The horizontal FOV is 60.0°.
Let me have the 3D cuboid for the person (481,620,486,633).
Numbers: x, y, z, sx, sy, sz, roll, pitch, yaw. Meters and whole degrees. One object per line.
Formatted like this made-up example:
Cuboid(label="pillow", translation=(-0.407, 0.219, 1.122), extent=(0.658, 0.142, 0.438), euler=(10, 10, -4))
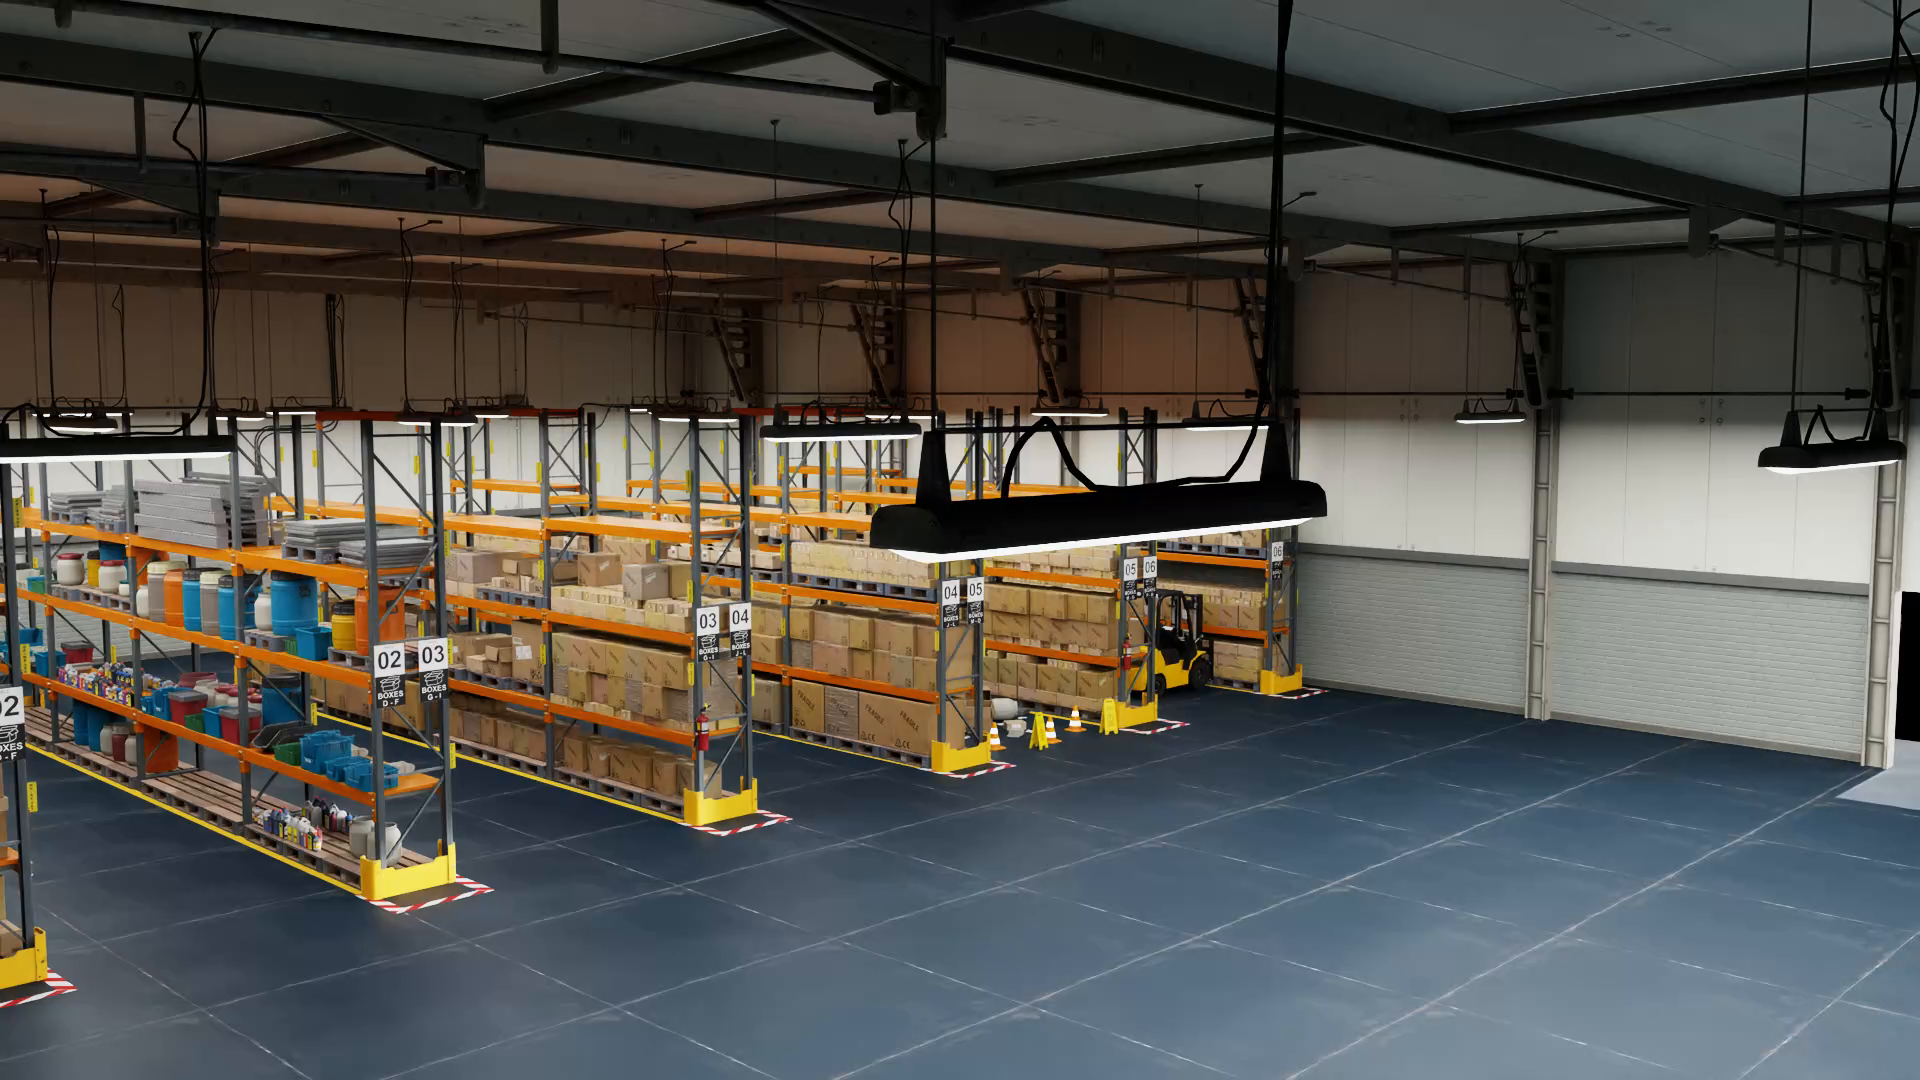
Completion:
Cuboid(label="person", translation=(-12.531, 1.668, 43.307), extent=(0.626, 1.684, 0.405), euler=(-2, 5, -23))
